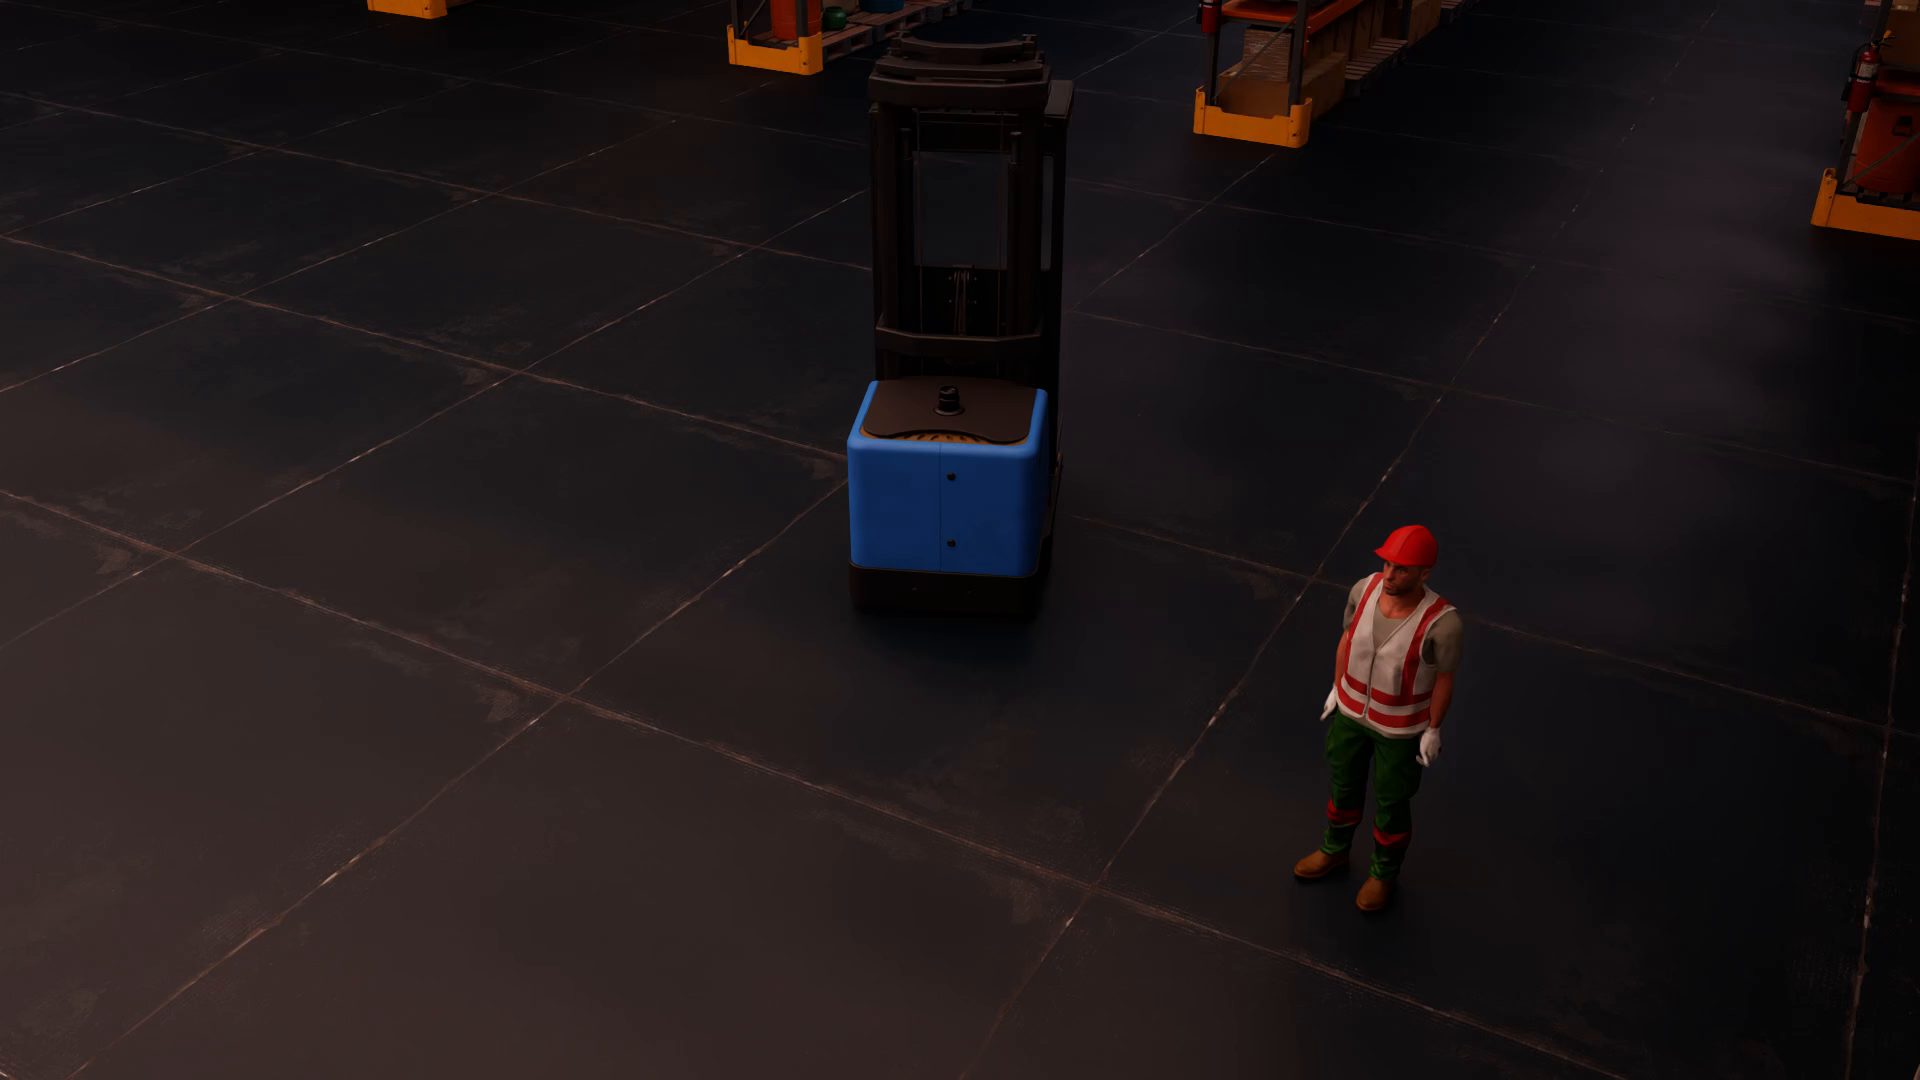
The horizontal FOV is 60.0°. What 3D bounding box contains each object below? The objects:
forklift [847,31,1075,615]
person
[{"bbox_3d":[0.072,-1.572,9.794,1.130,2.935,3.031,3,30,6],"label":"forklift"},{"bbox_3d":[1.755,0.739,6.931,0.538,1.795,0.348,25,38,36],"label":"person"}]
